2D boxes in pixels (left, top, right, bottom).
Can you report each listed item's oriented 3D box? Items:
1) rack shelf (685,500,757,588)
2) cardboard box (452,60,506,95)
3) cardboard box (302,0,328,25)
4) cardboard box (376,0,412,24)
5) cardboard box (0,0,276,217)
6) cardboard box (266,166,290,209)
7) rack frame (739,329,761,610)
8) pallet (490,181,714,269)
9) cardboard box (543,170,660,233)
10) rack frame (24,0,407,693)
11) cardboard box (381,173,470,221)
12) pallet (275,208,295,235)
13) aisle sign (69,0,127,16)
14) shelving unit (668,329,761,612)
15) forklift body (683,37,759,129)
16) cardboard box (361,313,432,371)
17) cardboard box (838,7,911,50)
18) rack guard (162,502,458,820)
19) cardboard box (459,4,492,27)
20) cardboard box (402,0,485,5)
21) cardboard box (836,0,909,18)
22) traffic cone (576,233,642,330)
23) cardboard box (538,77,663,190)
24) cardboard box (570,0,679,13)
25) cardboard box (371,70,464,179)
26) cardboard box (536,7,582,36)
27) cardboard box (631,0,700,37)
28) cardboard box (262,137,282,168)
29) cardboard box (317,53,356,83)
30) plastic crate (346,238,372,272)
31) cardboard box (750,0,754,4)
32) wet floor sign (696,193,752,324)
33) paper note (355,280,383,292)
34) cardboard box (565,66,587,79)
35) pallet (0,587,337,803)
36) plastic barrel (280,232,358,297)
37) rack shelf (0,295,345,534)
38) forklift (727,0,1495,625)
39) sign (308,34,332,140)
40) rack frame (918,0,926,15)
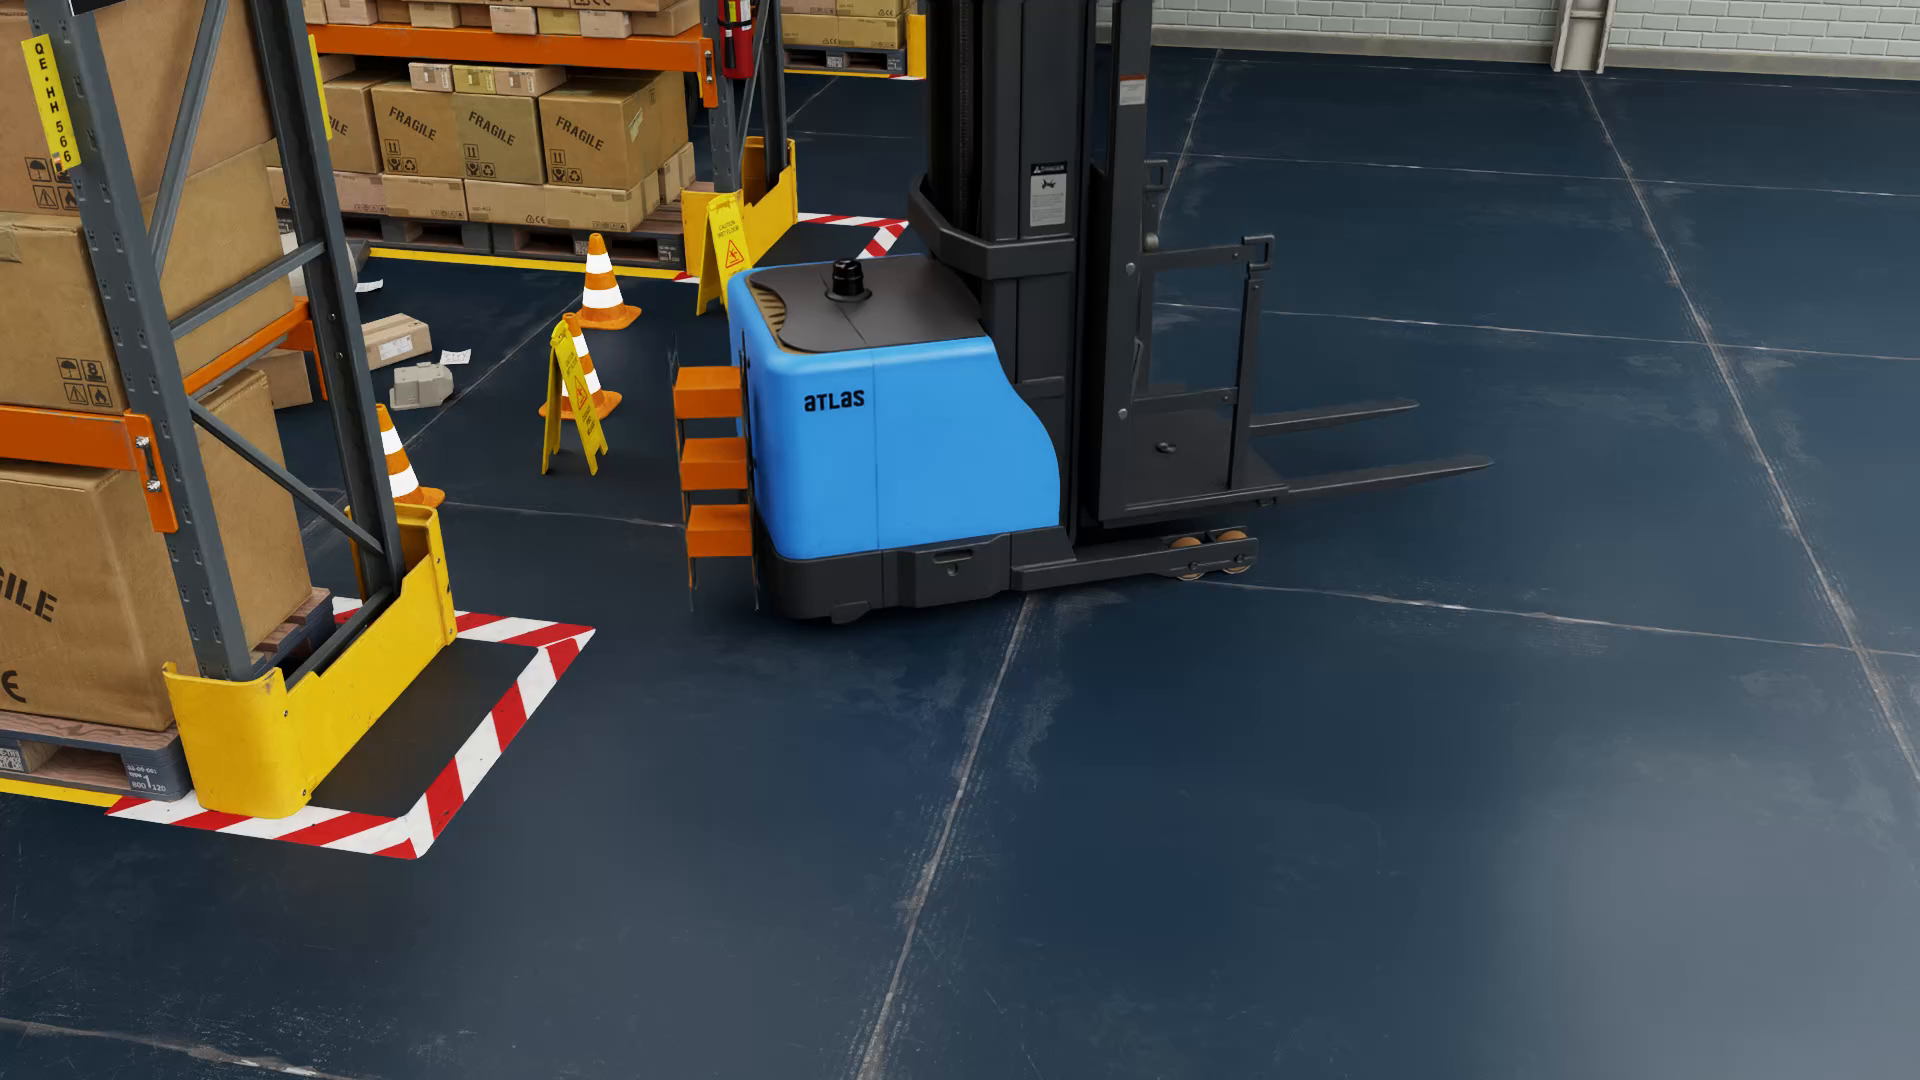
[{"bbox_3d":[-0.891,0.013,6.233,0.240,0.259,0.215,-2,29,-3],"label":"rack shelf"},{"bbox_3d":[-2.671,-2.652,9.440,0.250,0.149,0.380,6,29,11],"label":"cardboard box"},{"bbox_3d":[-3.636,-3.047,9.453,0.250,0.149,0.380,6,29,11],"label":"cardboard box"},{"bbox_3d":[-3.116,-3.060,9.477,0.250,0.149,0.380,6,29,11],"label":"cardboard box"},{"bbox_3d":[-2.504,-1.331,4.777,0.550,0.550,0.875,6,29,11],"label":"cardboard box"},{"bbox_3d":[-4.081,-2.216,10.100,0.500,0.250,0.500,8,30,13],"label":"cardboard box"},{"bbox_3d":[-0.769,-0.243,6.101,0.008,1.050,0.200,-2,29,-3],"label":"rack frame"},{"bbox_3d":[-2.076,-1.953,10.098,1.213,0.211,1.003,6,29,11],"label":"pallet"},{"bbox_3d":[-2.085,-2.006,9.716,0.500,0.250,0.500,6,29,10],"label":"cardboard box"},{"bbox_3d":[-2.149,-0.736,4.971,0.127,3.000,1.000,6,29,11],"label":"rack frame"},{"bbox_3d":[-3.079,-2.109,9.905,0.500,0.250,0.500,5,29,9],"label":"cardboard box"},{"bbox_3d":[-4.462,-2.198,10.545,1.213,0.211,1.003,6,29,11],"label":"pallet"},{"bbox_3d":[-2.143,-1.728,4.076,0.004,0.787,0.394,6,29,11],"label":"aisle sign"},{"bbox_3d":[-0.891,-0.240,6.095,0.252,1.050,0.215,-2,29,-3],"label":"shelving unit"},{"bbox_3d":[-2.417,-4.363,12.480,1.214,2.155,2.313,6,29,11],"label":"forklift body"},{"bbox_3d":[-2.918,-1.003,8.427,0.250,0.149,0.380,23,36,36],"label":"cardboard box"},{"bbox_3d":[-0.707,-4.279,13.868,0.500,0.250,0.500,6,29,11],"label":"cardboard box"},{"bbox_3d":[-2.126,0.363,5.567,0.348,0.500,1.175,6,29,11],"label":"rack guard"},{"bbox_3d":[-2.621,-3.010,9.386,0.250,0.149,0.380,6,29,11],"label":"cardboard box"},{"bbox_3d":[-2.780,-3.274,9.193,0.500,0.500,0.500,6,29,10],"label":"cardboard box"},{"bbox_3d":[-0.723,-4.502,13.754,0.500,0.250,0.500,5,29,10],"label":"cardboard box"},{"bbox_3d":[-1.904,-1.395,8.817,0.334,0.463,0.336,6,29,11],"label":"traffic cone"},{"bbox_3d":[-2.053,-2.336,9.538,0.500,0.500,0.500,6,29,11],"label":"cardboard box"},{"bbox_3d":[-1.803,-3.170,9.003,0.500,0.500,0.500,5,29,10],"label":"cardboard box"},{"bbox_3d":[-3.056,-2.440,9.729,0.500,0.500,0.500,5,29,9],"label":"cardboard box"},{"bbox_3d":[-2.142,-2.907,9.197,0.250,0.149,0.380,5,29,10],"label":"cardboard box"},{"bbox_3d":[-1.625,-2.898,9.181,0.250,0.149,0.380,7,29,12],"label":"cardboard box"},{"bbox_3d":[-4.080,-2.545,9.920,0.500,0.500,0.500,7,29,13],"label":"cardboard box"},{"bbox_3d":[-3.729,-2.760,9.638,0.250,0.149,0.380,8,30,13],"label":"cardboard box"},{"bbox_3d":[-3.762,-1.649,9.678,0.583,0.080,0.402,-4,29,-7],"label":"plastic crate"},{"bbox_3d":[-1.720,-4.599,13.932,0.500,0.250,0.500,5,29,9],"label":"cardboard box"},{"bbox_3d":[-1.252,-1.516,8.848,0.232,0.644,0.267,17,33,28],"label":"wet floor sign"},{"bbox_3d":[-3.320,-1.427,9.325,0.148,0.019,0.142,-4,29,-7],"label":"paper note"},{"bbox_3d":[-2.481,-2.641,10.096,0.500,0.500,0.500,5,29,9],"label":"cardboard box"},{"bbox_3d":[-2.948,0.444,5.720,1.213,0.211,1.003,6,29,11],"label":"pallet"},{"bbox_3d":[-3.551,-1.437,8.934,0.512,0.421,0.421,-21,35,-33],"label":"plastic barrel"},{"bbox_3d":[-4.105,-0.621,5.510,4.000,0.370,1.077,6,29,11],"label":"rack shelf"},{"bbox_3d":[0.664,-1.363,6.187,3.031,2.935,1.130,-8,30,-14],"label":"forklift"},{"bbox_3d":[-2.028,-1.410,5.219,0.005,0.325,0.100,6,29,11],"label":"sign"},{"bbox_3d":[-0.182,-5.402,13.494,0.127,3.000,1.000,6,29,11],"label":"rack frame"}]
